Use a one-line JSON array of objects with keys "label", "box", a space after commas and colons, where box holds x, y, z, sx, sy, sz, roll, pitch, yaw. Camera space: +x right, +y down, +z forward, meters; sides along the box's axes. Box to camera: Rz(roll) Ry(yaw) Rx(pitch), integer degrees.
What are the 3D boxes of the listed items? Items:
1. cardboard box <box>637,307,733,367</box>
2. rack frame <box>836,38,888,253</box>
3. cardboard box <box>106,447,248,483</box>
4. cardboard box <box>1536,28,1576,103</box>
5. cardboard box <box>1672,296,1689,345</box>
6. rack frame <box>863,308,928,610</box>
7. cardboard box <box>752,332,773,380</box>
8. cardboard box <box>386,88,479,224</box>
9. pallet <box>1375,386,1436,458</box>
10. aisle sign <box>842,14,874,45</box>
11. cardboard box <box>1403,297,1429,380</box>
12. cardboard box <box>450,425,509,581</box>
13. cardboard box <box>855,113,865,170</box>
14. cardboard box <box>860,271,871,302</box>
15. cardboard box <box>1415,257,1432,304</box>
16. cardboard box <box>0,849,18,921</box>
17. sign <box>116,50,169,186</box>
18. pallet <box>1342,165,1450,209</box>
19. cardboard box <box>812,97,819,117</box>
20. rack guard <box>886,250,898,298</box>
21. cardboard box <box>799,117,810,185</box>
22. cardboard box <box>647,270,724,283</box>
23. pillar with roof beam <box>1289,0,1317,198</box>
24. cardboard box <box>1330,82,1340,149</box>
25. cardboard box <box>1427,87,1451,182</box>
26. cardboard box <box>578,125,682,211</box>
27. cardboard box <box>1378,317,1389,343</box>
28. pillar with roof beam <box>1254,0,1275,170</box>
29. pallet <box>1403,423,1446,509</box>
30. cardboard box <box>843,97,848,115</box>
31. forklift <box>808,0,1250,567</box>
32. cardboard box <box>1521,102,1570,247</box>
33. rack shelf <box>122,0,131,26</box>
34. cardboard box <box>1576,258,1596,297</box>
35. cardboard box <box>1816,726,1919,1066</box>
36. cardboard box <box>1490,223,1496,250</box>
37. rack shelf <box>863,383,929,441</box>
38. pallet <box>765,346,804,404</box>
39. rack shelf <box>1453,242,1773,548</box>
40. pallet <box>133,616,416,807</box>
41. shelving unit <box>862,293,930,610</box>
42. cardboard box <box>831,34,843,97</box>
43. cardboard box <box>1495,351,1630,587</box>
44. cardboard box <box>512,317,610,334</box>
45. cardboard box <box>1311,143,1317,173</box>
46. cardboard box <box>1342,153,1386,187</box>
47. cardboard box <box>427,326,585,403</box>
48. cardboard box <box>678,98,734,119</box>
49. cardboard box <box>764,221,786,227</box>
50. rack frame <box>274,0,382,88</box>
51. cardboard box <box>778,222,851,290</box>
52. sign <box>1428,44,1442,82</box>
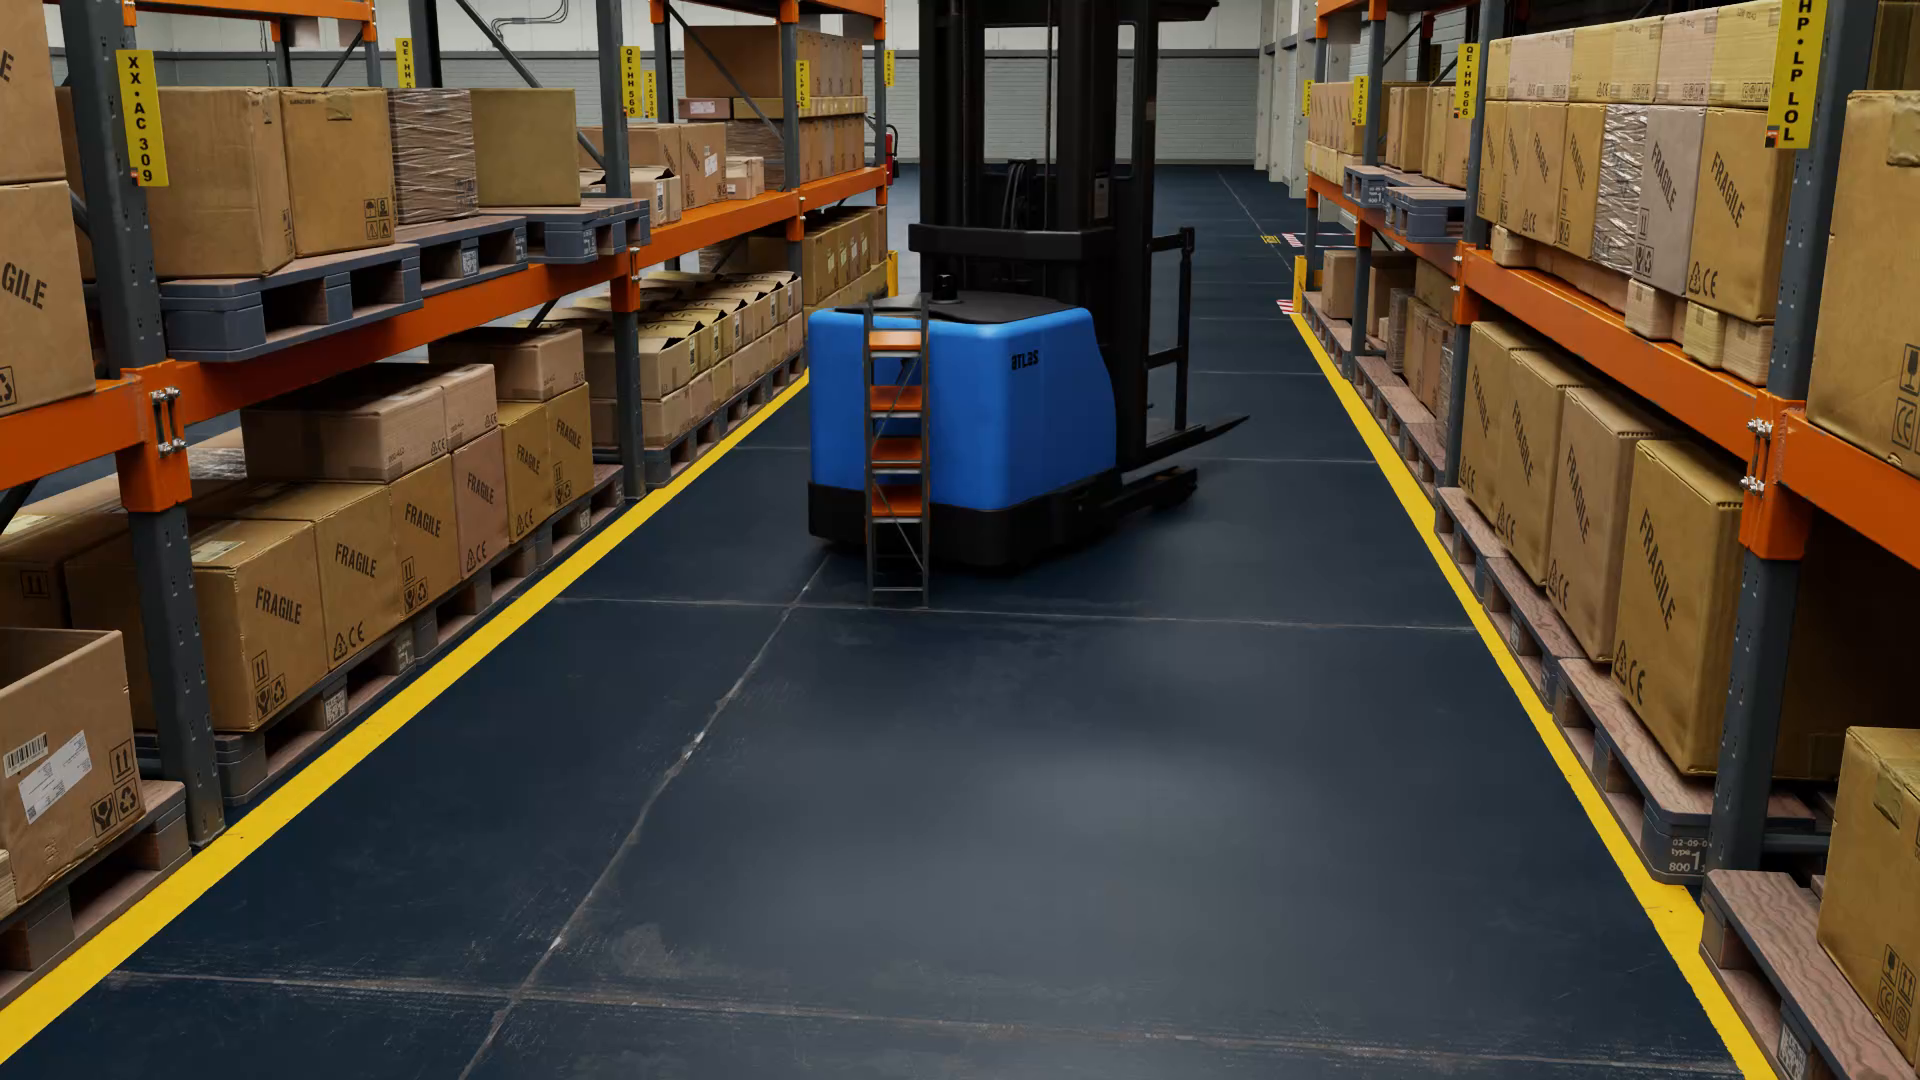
[{"label": "cardboard box", "box": [-1.642, -1.212, 9.787, 0.500, 0.311, 0.500, 1, 15, 5]}, {"label": "rack frame", "box": [-1.201, -3.745, 15.766, 1.000, 3.000, 0.127, 2, 15, 6]}, {"label": "cardboard box", "box": [-2.663, -0.033, 5.983, 0.500, 0.500, 0.500, 2, 15, 7]}, {"label": "cardboard box", "box": [2.399, -1.709, 6.001, 0.500, 0.250, 0.500, 2, 15, 7]}, {"label": "cardboard box", "box": [2.204, -0.604, 4.593, 0.380, 0.149, 0.250, 2, 15, 8]}, {"label": "rack frame", "box": [-0.248, -0.304, 6.487, 0.240, 1.200, 0.015, 0, 15, -1]}, {"label": "cardboard box", "box": [-1.527, -1.203, 10.828, 0.500, 0.250, 0.500, 2, 15, 8]}, {"label": "cardboard box", "box": [-2.355, -1.523, 6.552, 0.700, 0.500, 0.500, 5, 16, 17]}, {"label": "pallet", "box": [3.049, -0.697, 9.836, 1.003, 0.211, 1.213, 2, 15, 6]}, {"label": "aisle sign", "box": [-0.901, -5.008, 15.457, 0.394, 0.787, 0.004, 2, 15, 6]}, {"label": "cardboard box", "box": [3.195, -1.242, 10.453, 0.700, 0.500, 0.500, 1, 15, 5]}, {"label": "cardboard box", "box": [-2.087, -0.156, 6.438, 0.500, 0.500, 0.500, 1, 15, 4]}, {"label": "cardboard box", "box": [-1.266, -3.673, 15.306, 0.700, 0.500, 0.500, 2, 15, 6]}, {"label": "cardboard box", "box": [-1.067, -2.213, 14.562, 0.500, 0.250, 0.500, 2, 15, 6]}, {"label": "cardboard box", "box": [3.158, -1.625, 10.433, 0.500, 0.250, 0.500, 1, 15, 5]}, {"label": "cardboard box", "box": [-2.320, 0.786, 3.627, 0.380, 0.149, 0.250, 2, 15, 6]}, {"label": "sign", "box": [-2.015, -1.037, 4.091, 0.100, 0.325, 0.005, 2, 15, 6]}, {"label": "pallet", "box": [3.040, -2.276, 10.701, 1.003, 0.211, 1.213, 2, 15, 6]}, {"label": "cardboard box", "box": [-1.315, -3.398, 13.048, 0.380, 0.149, 0.250, 1, 15, 4]}, {"label": "rack guard", "box": [-1.198, -2.545, 16.115, 1.175, 0.500, 0.348, 2, 15, 6]}, {"label": "cardboard box", "box": [-1.555, -3.008, 12.849, 0.700, 0.500, 0.500, 2, 15, 6]}, {"label": "cardboard box", "box": [-1.946, -1.754, 11.791, 0.500, 0.311, 0.500, 2, 15, 6]}, {"label": "pillar with roof beam", "box": [2.256, -11.084, 31.415, 9.100, 9.000, 0.400, 2, 15, 6]}, {"label": "cardboard box", "box": [3.135, -3.254, 12.760, 0.500, 0.500, 0.500, 1, 15, 5]}, {"label": "cardboard box", "box": [2.981, -2.232, 9.135, 0.700, 0.500, 0.500, 2, 15, 6]}, {"label": "cardboard box", "box": [-1.930, -2.154, 9.690, 0.500, 0.500, 0.500, 1, 15, 3]}, {"label": "cardboard box", "box": [3.301, -1.547, 12.222, 0.380, 0.166, 0.250, 0, 15, -1]}, {"label": "pillar with roof beam", "box": [3.610, -14.197, 42.925, 9.100, 9.000, 0.400, 2, 15, 6]}, {"label": "pallet", "box": [2.909, -0.382, 8.670, 1.003, 0.211, 1.213, 2, 15, 6]}, {"label": "cardboard box", "box": [-1.171, -3.734, 14.291, 0.380, 0.149, 0.250, 2, 15, 8]}, {"label": "forklift", "box": [0.544, -1.630, 8.076, 1.130, 2.935, 3.031, 10, 18, 32]}, {"label": "cardboard box", "box": [2.385, -1.344, 6.086, 0.500, 0.500, 0.500, 2, 15, 6]}, {"label": "rack shelf", "box": [-6.799, -3.436, 10.256, 1.077, 0.370, 4.000, 2, 15, 6]}, {"label": "cardboard box", "box": [2.389, -0.937, 5.823, 0.380, 0.149, 0.250, 2, 15, 7]}, {"label": "cardboard box", "box": [2.181, 0.707, 3.285, 0.700, 0.500, 0.500, 2, 15, 7]}, {"label": "cardboard box", "box": [2.552, -1.335, 7.296, 0.380, 0.149, 0.250, 1, 15, 5]}, {"label": "rack shelf", "box": [-0.252, -0.519, 6.682, 0.258, 0.148, 0.480, 0, 15, -1]}, {"label": "pallet", "box": [-1.696, -1.169, 11.582, 1.003, 0.211, 1.213, 2, 15, 6]}, {"label": "rack shelf", "box": [2.593, -0.659, 5.732, 1.077, 0.370, 4.000, 2, 15, 6]}, {"label": "pallet", "box": [-2.501, 0.501, 5.404, 1.003, 0.211, 1.213, 2, 15, 6]}, {"label": "shelving unit", "box": [-0.252, -0.368, 6.723, 0.258, 1.200, 0.503, 0, 15, -1]}, {"label": "cardboard box", "box": [-1.382, -4.018, 14.097, 0.700, 0.500, 0.500, 2, 15, 6]}, {"label": "cardboard box", "box": [2.501, -0.276, 6.251, 0.750, 0.750, 0.750, 2, 15, 6]}, {"label": "cardboard box", "box": [-2.237, -1.094, 9.352, 0.500, 0.311, 0.500, 1, 15, 5]}, {"label": "cardboard box", "box": [3.307, -3.285, 14.313, 0.500, 0.250, 0.500, 1, 15, 5]}, {"label": "cardboard box", "box": [3.023, -2.632, 11.897, 0.500, 0.250, 0.500, 2, 15, 6]}, {"label": "cardboard box", "box": [-1.978, -0.774, 7.286, 0.500, 0.250, 0.500, 2, 15, 8]}, {"label": "cardboard box", "box": [-1.834, -3.146, 12.115, 0.380, 0.149, 0.250, 2, 15, 6]}, {"label": "cardboard box", "box": [-1.696, -2.331, 13.562, 0.500, 0.500, 0.500, 2, 15, 6]}, {"label": "rack frame", "box": [-6.122, -3.892, 16.309, 1.000, 3.000, 0.127, 2, 15, 6]}, {"label": "cardboard box", "box": [-1.176, -2.315, 13.505, 0.500, 0.500, 0.500, 2, 15, 6]}, {"label": "sign", "box": [4.271, -4.290, 14.957, 0.100, 0.325, 0.005, 2, 15, 6]}]
